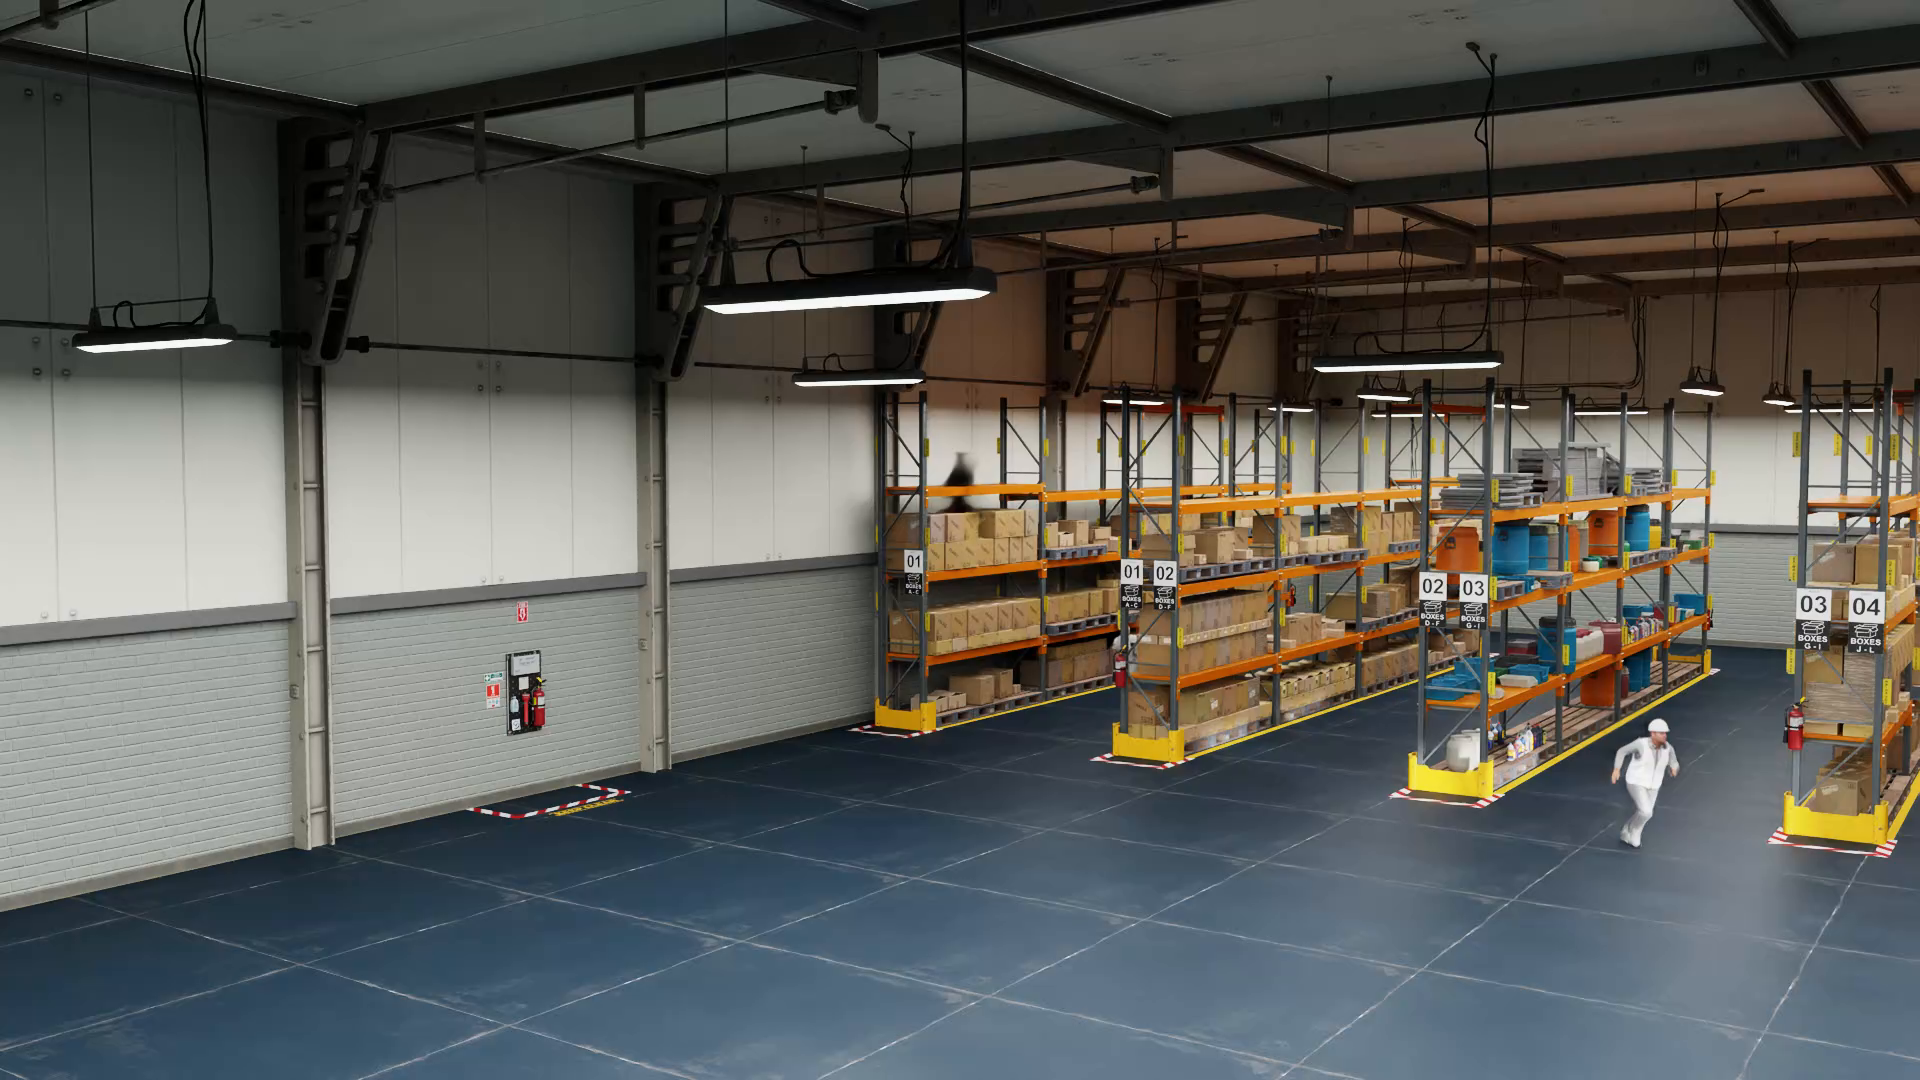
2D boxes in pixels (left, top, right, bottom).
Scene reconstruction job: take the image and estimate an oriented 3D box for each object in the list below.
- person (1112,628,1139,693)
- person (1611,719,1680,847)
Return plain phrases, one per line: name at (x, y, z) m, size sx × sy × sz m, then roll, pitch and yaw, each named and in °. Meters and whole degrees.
person at (3.272, 2.439, 32.300) m, size 0.642 × 1.631 × 1.013 m, roll 1°, pitch 3°, yaw 11°
person at (8.530, 3.017, 20.657) m, size 0.671 × 1.642 × 0.956 m, roll -1°, pitch 3°, yaw -12°
